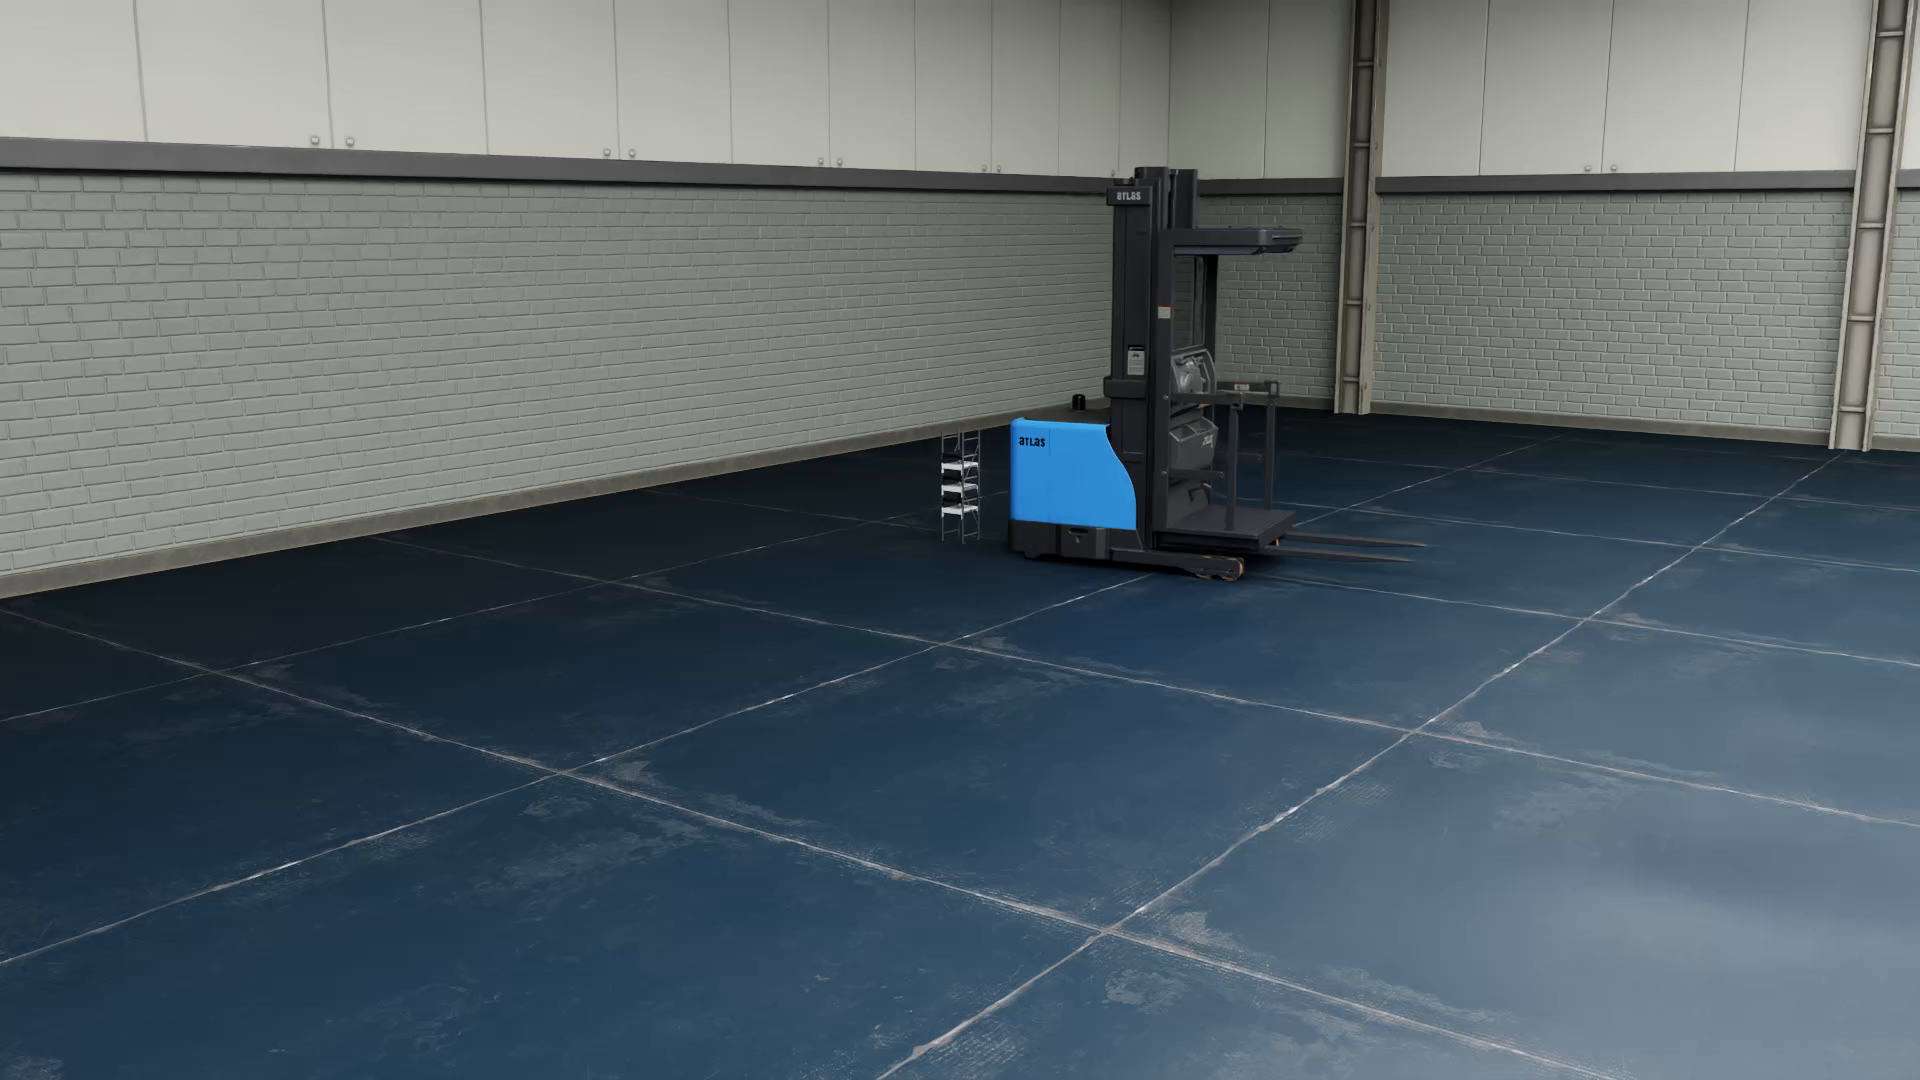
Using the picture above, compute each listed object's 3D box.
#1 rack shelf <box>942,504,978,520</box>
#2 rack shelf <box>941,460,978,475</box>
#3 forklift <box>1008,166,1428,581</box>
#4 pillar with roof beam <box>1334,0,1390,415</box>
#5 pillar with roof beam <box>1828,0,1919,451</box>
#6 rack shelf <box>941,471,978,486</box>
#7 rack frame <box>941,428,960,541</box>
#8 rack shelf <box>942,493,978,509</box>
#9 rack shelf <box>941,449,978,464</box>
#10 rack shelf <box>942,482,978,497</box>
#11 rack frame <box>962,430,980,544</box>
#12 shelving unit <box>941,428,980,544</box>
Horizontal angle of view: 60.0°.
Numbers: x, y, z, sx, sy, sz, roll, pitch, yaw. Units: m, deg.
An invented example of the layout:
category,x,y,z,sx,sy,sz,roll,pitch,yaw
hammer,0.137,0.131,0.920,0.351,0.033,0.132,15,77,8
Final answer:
category,x,y,z,sx,sy,sz,roll,pitch,yaw
rack shelf,0.007,-0.231,13.480,0.200,0.077,0.258,8,13,36
rack shelf,0.007,-0.585,13.412,0.200,0.077,0.258,8,13,36
forklift,1.922,-1.257,12.312,3.031,2.935,1.130,5,12,25
pillar with roof beam,2.732,-5.474,18.131,0.400,9.000,9.100,8,13,36
pillar with roof beam,7.568,-4.799,14.644,0.400,9.000,9.100,8,13,36
rack shelf,0.007,-0.497,13.429,0.200,0.077,0.258,8,13,36
rack frame,-0.075,-0.452,13.499,0.006,0.900,0.240,8,13,36
rack shelf,0.007,-0.320,13.463,0.200,0.077,0.258,8,13,36
rack shelf,0.007,-0.673,13.395,0.200,0.077,0.258,8,13,36
rack shelf,0.007,-0.408,13.446,0.200,0.077,0.258,8,13,36
rack frame,0.088,-0.429,13.380,0.006,0.900,0.240,8,13,36
shelving unit,0.007,-0.441,13.439,0.210,0.900,0.258,8,13,36
